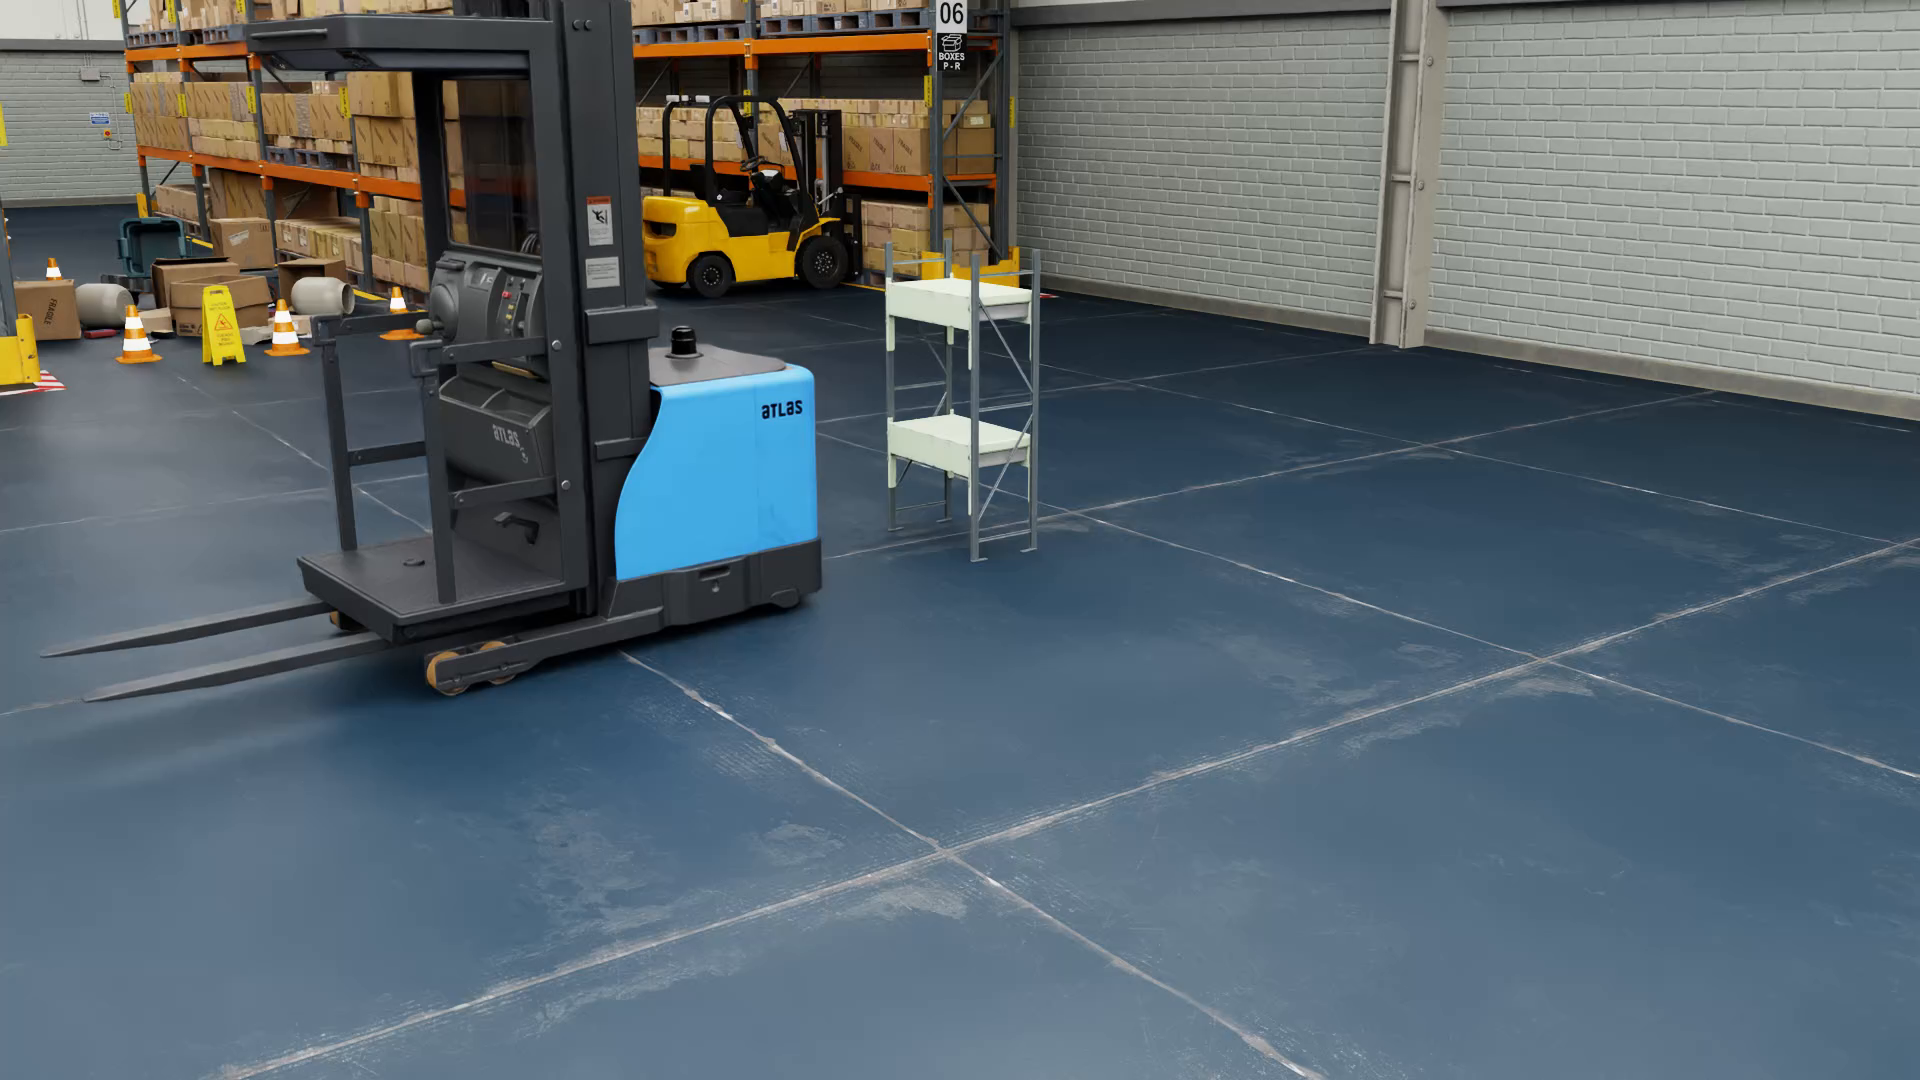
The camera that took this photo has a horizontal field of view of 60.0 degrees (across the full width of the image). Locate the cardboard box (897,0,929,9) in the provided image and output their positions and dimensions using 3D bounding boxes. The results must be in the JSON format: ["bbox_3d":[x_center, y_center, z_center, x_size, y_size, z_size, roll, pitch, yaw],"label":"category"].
[{"bbox_3d":[-0.347,-6.015,18.015,0.500,0.500,0.500,-10,18,-33],"label":"cardboard box"}]

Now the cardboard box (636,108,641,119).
[{"bbox_3d":[-4.487,-6.112,23.805,0.380,0.149,0.250,-10,18,-33],"label":"cardboard box"}]

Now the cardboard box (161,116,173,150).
[{"bbox_3d":[-12.052,-6.326,25.816,0.500,0.500,0.500,-11,19,-35],"label":"cardboard box"}]

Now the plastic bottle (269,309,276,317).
[{"bbox_3d":[-7.013,-2.312,16.906,0.133,0.061,0.283,-7,17,-25],"label":"plastic bottle"}]

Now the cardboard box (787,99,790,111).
[{"bbox_3d":[-1.910,-5.362,20.505,0.380,0.149,0.250,-11,19,-36],"label":"cardboard box"}]

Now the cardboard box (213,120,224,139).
[{"bbox_3d":[-10.024,-5.708,23.088,0.500,0.250,0.500,-12,19,-36],"label":"cardboard box"}]

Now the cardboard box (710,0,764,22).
[{"bbox_3d":[-2.864,-6.838,21.380,0.500,0.311,0.500,-12,19,-36],"label":"cardboard box"}]

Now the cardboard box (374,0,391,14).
[{"bbox_3d":[-5.623,-5.459,16.879,0.500,0.250,0.500,-11,19,-34],"label":"cardboard box"}]

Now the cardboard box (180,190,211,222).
[{"bbox_3d":[-11.768,-5.312,26.362,0.875,0.438,0.875,-12,19,-36],"label":"cardboard box"}]

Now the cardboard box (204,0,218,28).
[{"bbox_3d":[-9.877,-7.179,22.455,0.500,0.500,0.500,-11,19,-34],"label":"cardboard box"}]

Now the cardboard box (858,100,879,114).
[{"bbox_3d":[-0.946,-4.964,19.048,0.380,0.149,0.250,-10,18,-33],"label":"cardboard box"}]

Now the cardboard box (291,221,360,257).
[{"bbox_3d":[-7.842,-3.806,20.983,0.950,0.372,0.625,-11,19,-36],"label":"cardboard box"}]

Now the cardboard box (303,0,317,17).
[{"bbox_3d":[-7.308,-6.193,19.327,0.500,0.250,0.500,-11,19,-34],"label":"cardboard box"}]

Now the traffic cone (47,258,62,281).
[{"bbox_3d":[-9.766,-2.803,17.940,0.336,0.463,0.334,-11,19,-35],"label":"traffic cone"}]

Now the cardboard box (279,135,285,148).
[{"bbox_3d":[-8.303,-5.002,20.849,0.380,0.149,0.250,-12,20,-38],"label":"cardboard box"}]

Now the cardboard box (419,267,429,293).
[{"bbox_3d":[-5.206,-2.671,17.067,0.500,0.250,0.500,-12,19,-37],"label":"cardboard box"}]

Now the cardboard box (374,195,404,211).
[{"bbox_3d":[-6.101,-3.643,17.967,0.380,0.149,0.250,-11,19,-34],"label":"cardboard box"}]

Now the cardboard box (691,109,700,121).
[{"bbox_3d":[-3.397,-5.735,22.429,0.380,0.149,0.250,-11,19,-34],"label":"cardboard box"}]

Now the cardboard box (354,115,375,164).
[{"bbox_3d":[-6.221,-4.350,18.035,0.500,0.500,0.500,-11,19,-35],"label":"cardboard box"}]

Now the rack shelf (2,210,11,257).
[{"bbox_3d":[-9.023,-2.732,14.237,1.077,0.370,4.000,-11,19,-35],"label":"rack shelf"}]

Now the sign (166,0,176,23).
[{"bbox_3d":[-11.406,-7.652,24.040,0.100,0.325,0.005,-11,19,-35],"label":"sign"}]

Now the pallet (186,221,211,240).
[{"bbox_3d":[-11.342,-4.833,25.836,1.003,0.211,1.213,-11,19,-35],"label":"pallet"}]

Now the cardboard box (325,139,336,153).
[{"bbox_3d":[-7.102,-4.553,19.208,0.380,0.149,0.250,-11,19,-35],"label":"cardboard box"}]

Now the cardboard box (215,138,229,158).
[{"bbox_3d":[-10.033,-5.466,23.150,0.500,0.250,0.500,-11,19,-35],"label":"cardboard box"}]

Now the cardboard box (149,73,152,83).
[{"bbox_3d":[-12.575,-7.303,26.266,0.380,0.149,0.250,-11,19,-34],"label":"cardboard box"}]

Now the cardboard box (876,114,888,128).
[{"bbox_3d":[-0.734,-4.774,18.918,0.380,0.149,0.250,-11,19,-35],"label":"cardboard box"}]

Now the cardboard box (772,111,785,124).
[{"bbox_3d":[-2.114,-5.264,20.709,0.380,0.149,0.250,-10,18,-33],"label":"cardboard box"}]

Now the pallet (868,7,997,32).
[{"bbox_3d":[-0.285,-5.772,18.468,1.003,0.211,1.213,-11,19,-35],"label":"pallet"}]

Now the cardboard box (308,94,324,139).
[{"bbox_3d":[-7.303,-4.970,19.503,0.500,0.500,0.500,-10,18,-33],"label":"cardboard box"}]

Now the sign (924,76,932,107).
[{"bbox_3d":[-0.337,-4.804,17.805,0.100,0.325,0.005,-11,19,-35],"label":"sign"}]

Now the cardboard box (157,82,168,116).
[{"bbox_3d":[-12.058,-6.809,25.689,0.500,0.500,0.500,-11,19,-34],"label":"cardboard box"}]

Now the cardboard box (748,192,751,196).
[{"bbox_3d":[-3.008,-4.401,22.675,0.875,0.625,0.625,-11,19,-35],"label":"cardboard box"}]

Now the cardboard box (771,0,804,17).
[{"bbox_3d":[-1.950,-6.506,20.166,0.500,0.311,0.500,-10,18,-33],"label":"cardboard box"}]

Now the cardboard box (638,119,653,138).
[{"bbox_3d":[-4.237,-5.850,23.605,0.500,0.250,0.500,-10,18,-33],"label":"cardboard box"}]

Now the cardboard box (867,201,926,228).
[{"bbox_3d":[-0.718,-3.729,19.039,0.500,0.250,0.500,-10,18,-34],"label":"cardboard box"}]

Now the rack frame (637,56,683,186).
[{"bbox_3d":[-4.594,-5.921,24.527,1.000,3.000,0.127,-11,19,-35],"label":"rack frame"}]

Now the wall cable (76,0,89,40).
[{"bbox_3d":[-16.883,-10.923,31.437,0.463,3.000,0.029,-11,19,-35],"label":"wall cable"}]

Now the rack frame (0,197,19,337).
[{"bbox_3d":[-7.847,-2.652,12.582,1.000,3.000,0.127,-11,19,-35],"label":"rack frame"}]

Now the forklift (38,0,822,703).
[{"bbox_3d":[-2.072,-0.972,6.574,3.031,2.935,1.130,-13,20,-39],"label":"forklift"}]

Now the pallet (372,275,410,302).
[{"bbox_3d":[-5.831,-2.813,18.453,1.003,0.211,1.213,-11,19,-35],"label":"pallet"}]

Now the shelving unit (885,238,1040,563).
[{"bbox_3d":[0.004,-0.722,8.373,0.431,1.500,0.755,-11,19,-35],"label":"shelving unit"}]

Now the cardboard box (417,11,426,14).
[{"bbox_3d":[-5.069,-5.078,16.240,0.380,0.149,0.250,-11,19,-36],"label":"cardboard box"}]

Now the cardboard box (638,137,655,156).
[{"bbox_3d":[-4.239,-5.608,23.667,0.500,0.250,0.500,-11,19,-36],"label":"cardboard box"}]

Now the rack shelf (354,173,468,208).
[{"bbox_3d":[-5.079,-3.522,17.123,1.077,0.370,4.000,-11,19,-35],"label":"rack shelf"}]

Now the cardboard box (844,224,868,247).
[{"bbox_3d":[-1.036,-3.601,19.518,0.500,0.250,0.500,-11,19,-36],"label":"cardboard box"}]

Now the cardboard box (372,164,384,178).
[{"bbox_3d":[-6.138,-4.011,18.027,0.380,0.149,0.250,-10,18,-33],"label":"cardboard box"}]

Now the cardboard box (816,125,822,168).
[{"bbox_3d":[-1.574,-4.763,20.108,0.500,0.500,0.500,-11,19,-35],"label":"cardboard box"}]

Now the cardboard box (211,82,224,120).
[{"bbox_3d":[-10.009,-6.075,23.005,0.500,0.500,0.500,-11,19,-35],"label":"cardboard box"}]

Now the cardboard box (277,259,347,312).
[{"bbox_3d":[-6.725,-2.651,17.311,0.500,0.500,0.500,1,15,4],"label":"cardboard box"}]

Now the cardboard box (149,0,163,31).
[{"bbox_3d":[-12.246,-8.150,25.815,0.500,0.500,0.500,-10,18,-34],"label":"cardboard box"}]

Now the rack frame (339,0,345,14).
[{"bbox_3d":[-6.255,-7.189,17.797,1.000,3.000,0.127,-11,19,-35],"label":"rack frame"}]

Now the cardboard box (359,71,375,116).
[{"bbox_3d":[-5.889,-4.729,17.527,0.700,0.500,0.500,-11,19,-34],"label":"cardboard box"}]

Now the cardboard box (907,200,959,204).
[{"bbox_3d":[-0.316,-3.809,19.331,0.500,0.250,0.500,-11,19,-34],"label":"cardboard box"}]

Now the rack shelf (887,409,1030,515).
[{"bbox_3d":[0.004,-0.408,8.459,0.431,0.370,0.720,-11,19,-35],"label":"rack shelf"}]

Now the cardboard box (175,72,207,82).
[{"bbox_3d":[-11.397,-6.864,24.659,0.380,0.149,0.250,-11,19,-36],"label":"cardboard box"}]

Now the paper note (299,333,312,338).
[{"bbox_3d":[-6.069,-1.902,15.469,0.142,0.019,0.148,10,18,33],"label":"paper note"}]

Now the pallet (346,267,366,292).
[{"bbox_3d":[-6.714,-3.117,19.563,1.003,0.211,1.213,-11,19,-35],"label":"pallet"}]
